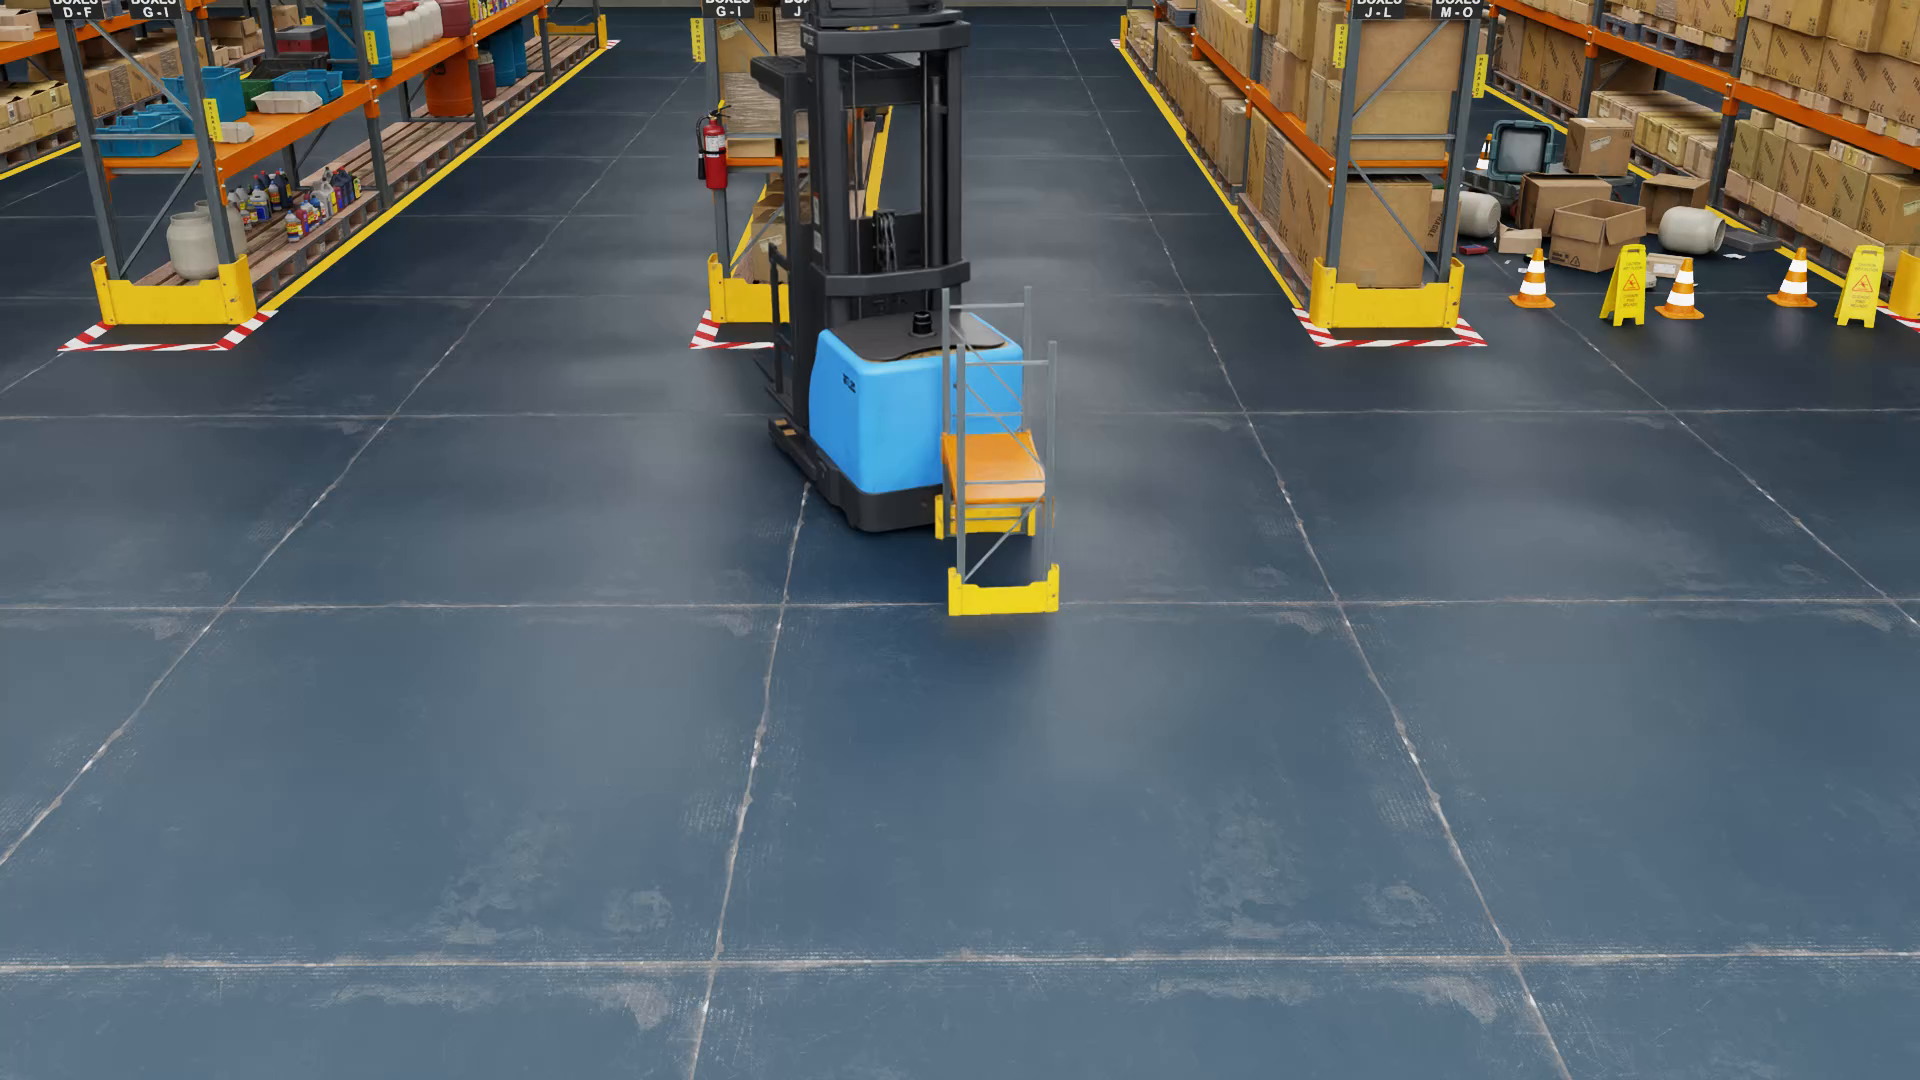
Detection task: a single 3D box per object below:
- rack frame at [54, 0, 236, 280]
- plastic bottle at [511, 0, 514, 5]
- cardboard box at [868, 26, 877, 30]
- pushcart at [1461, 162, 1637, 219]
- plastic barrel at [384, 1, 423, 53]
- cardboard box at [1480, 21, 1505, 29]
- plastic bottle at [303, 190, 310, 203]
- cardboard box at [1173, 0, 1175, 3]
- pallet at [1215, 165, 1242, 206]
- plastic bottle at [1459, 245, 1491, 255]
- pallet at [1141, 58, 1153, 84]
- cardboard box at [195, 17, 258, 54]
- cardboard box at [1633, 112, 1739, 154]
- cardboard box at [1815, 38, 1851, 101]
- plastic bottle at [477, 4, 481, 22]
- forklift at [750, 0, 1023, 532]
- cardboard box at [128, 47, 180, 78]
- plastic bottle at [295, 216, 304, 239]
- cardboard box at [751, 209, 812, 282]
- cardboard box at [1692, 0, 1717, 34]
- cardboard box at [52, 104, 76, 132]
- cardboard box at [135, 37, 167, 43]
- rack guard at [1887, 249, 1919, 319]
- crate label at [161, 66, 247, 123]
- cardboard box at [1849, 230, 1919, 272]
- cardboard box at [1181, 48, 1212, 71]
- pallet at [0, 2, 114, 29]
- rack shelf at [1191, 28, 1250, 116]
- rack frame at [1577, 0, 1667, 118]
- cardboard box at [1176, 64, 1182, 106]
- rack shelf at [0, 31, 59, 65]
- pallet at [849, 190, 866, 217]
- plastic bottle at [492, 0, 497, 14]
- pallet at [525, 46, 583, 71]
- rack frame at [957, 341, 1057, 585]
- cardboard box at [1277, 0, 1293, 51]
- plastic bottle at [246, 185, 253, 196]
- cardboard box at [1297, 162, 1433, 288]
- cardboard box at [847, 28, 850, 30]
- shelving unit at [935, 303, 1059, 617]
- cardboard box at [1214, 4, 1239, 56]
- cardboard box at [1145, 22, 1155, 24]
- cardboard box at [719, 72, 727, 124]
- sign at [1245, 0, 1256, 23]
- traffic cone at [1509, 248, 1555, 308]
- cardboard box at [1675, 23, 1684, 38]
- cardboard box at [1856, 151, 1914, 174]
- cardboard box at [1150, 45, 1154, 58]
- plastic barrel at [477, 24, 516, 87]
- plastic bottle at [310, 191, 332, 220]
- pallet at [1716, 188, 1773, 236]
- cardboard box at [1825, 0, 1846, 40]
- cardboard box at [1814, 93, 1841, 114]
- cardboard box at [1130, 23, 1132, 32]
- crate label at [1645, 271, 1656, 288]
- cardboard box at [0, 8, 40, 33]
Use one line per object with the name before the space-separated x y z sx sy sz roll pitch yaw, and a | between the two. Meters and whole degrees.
rack frame | -6.426 -3.177 13.134 1.000 3.000 0.127 0 24 -1
plastic bottle | -6.218 -7.490 22.822 0.152 0.276 0.135 0 24 -1
cardboard box | -1.385 -5.640 17.343 1.000 1.000 1.000 0 24 0
pushcart | 6.114 -3.666 17.399 1.648 0.377 0.936 -9 26 -19
plastic barrel | -6.273 -5.763 18.687 0.433 0.535 0.433 0 24 0
cardboard box | 8.396 -7.841 26.045 0.875 0.438 0.875 -1 24 -2
plastic bottle | -6.277 -3.244 16.045 0.061 0.283 0.133 0 24 -1
cardboard box | 2.931 -6.963 21.300 0.380 0.149 0.250 0 24 0
pallet | 3.361 -3.875 18.062 1.003 0.211 1.213 0 24 -1
plastic bottle | 4.887 -2.754 15.764 0.283 0.061 0.133 -9 26 -19
pallet | 3.314 -7.131 25.260 1.003 0.211 1.213 0 24 -1
cardboard box | -11.535 -7.938 26.157 0.797 0.503 0.637 0 24 -1
cardboard box | 8.364 -4.685 19.148 0.950 0.372 0.625 1 24 1
cardboard box | 8.166 -4.269 15.066 0.500 0.500 0.500 0 24 0
plastic bottle | -6.152 -6.736 21.144 0.061 0.283 0.133 0 24 -1
forklift | -0.639 -1.961 10.530 1.130 2.935 3.031 -9 26 -20
cardboard box | -11.216 -6.550 23.092 0.500 0.500 0.500 0 24 0
plastic bottle | -6.135 -2.894 15.370 0.097 0.201 0.097 0 24 0
cardboard box | -1.463 -2.509 14.181 0.500 0.500 0.500 4 25 9
cardboard box | 8.152 -5.658 17.628 0.500 0.500 0.500 0 24 0
cardboard box | -11.216 -5.176 20.380 0.500 0.250 0.500 0 24 1
cardboard box | -11.748 -6.962 24.003 0.500 0.500 0.500 -1 24 -3
rack guard | 8.436 -2.136 13.866 1.175 0.500 0.348 0 24 -1
crate label | -6.716 -3.950 14.801 0.502 0.435 0.616 0 24 -1
cardboard box | 8.158 -2.524 14.518 0.500 0.250 0.500 0 24 -1
cardboard box | 3.131 -6.151 21.324 0.500 0.250 0.500 -1 24 -2
pallet | -11.543 -6.644 21.034 1.213 0.211 1.003 0 24 -1
rack shelf | 3.422 -5.324 18.756 1.077 0.370 4.000 0 24 -1
rack frame | 8.349 -6.540 20.571 1.000 3.000 0.127 0 24 -1
cardboard box | 3.130 -6.013 21.928 0.500 0.500 0.500 1 24 2
rack shelf | -11.444 -5.301 18.703 1.077 0.370 4.000 0 24 -1
pallet | -1.474 -3.300 16.791 1.003 0.211 1.213 0 24 -1
plastic bottle | -6.161 -7.076 21.898 0.061 0.283 0.133 0 24 -1
pallet | -6.619 -7.658 26.426 1.003 0.211 1.213 0 24 -1
rack frame | 0.233 -0.295 8.582 0.500 1.500 0.032 -2 24 -4
cardboard box | 3.405 -4.787 15.202 0.875 0.550 0.550 0 24 -1
plastic bottle | -6.913 -3.307 16.185 0.061 0.283 0.133 1 24 2
cardboard box | 3.414 -2.682 14.109 0.875 0.875 0.875 0 24 0
cardboard box | -1.212 -4.476 14.311 0.500 0.500 0.500 0 24 -1
shelving unit | 0.190 -0.507 9.052 0.587 1.500 1.083 -2 24 -4
cardboard box | 3.152 -5.713 18.621 0.500 0.500 0.500 -1 24 -1
cardboard box | 3.112 -8.074 26.189 0.380 0.149 0.250 0 24 0
cardboard box | -1.577 -3.813 14.057 0.875 0.500 0.500 0 24 -1
sign | 2.902 -5.313 16.549 0.100 0.325 0.005 0 24 -1
traffic cone | 4.902 -2.249 14.161 0.336 0.463 0.334 0 24 -1
cardboard box | 8.115 -5.600 18.287 0.380 0.149 0.250 0 24 -1
cardboard box | 8.096 -3.299 14.535 0.380 0.149 0.250 0 24 1
cardboard box | 3.036 -7.281 24.797 0.380 0.149 0.250 0 24 0
plastic barrel | -6.560 -6.841 23.272 0.600 0.901 0.708 0 24 -1
plastic bottle | -6.171 -3.241 16.048 0.152 0.276 0.135 0 24 0
pallet | 8.436 -3.345 16.889 1.003 0.211 1.213 0 24 -1
cardboard box | 8.240 -4.714 14.838 0.700 0.500 0.500 0 24 -1
cardboard box | 8.111 -4.015 15.293 0.380 0.149 0.250 0 24 -1
cardboard box | 3.009 -8.471 27.428 0.380 0.149 0.250 0 24 -1
crate label | 5.965 -2.289 14.646 0.250 0.136 0.298 -14 28 -28
cardboard box | -11.506 -6.262 20.064 0.500 0.311 0.500 1 24 3
